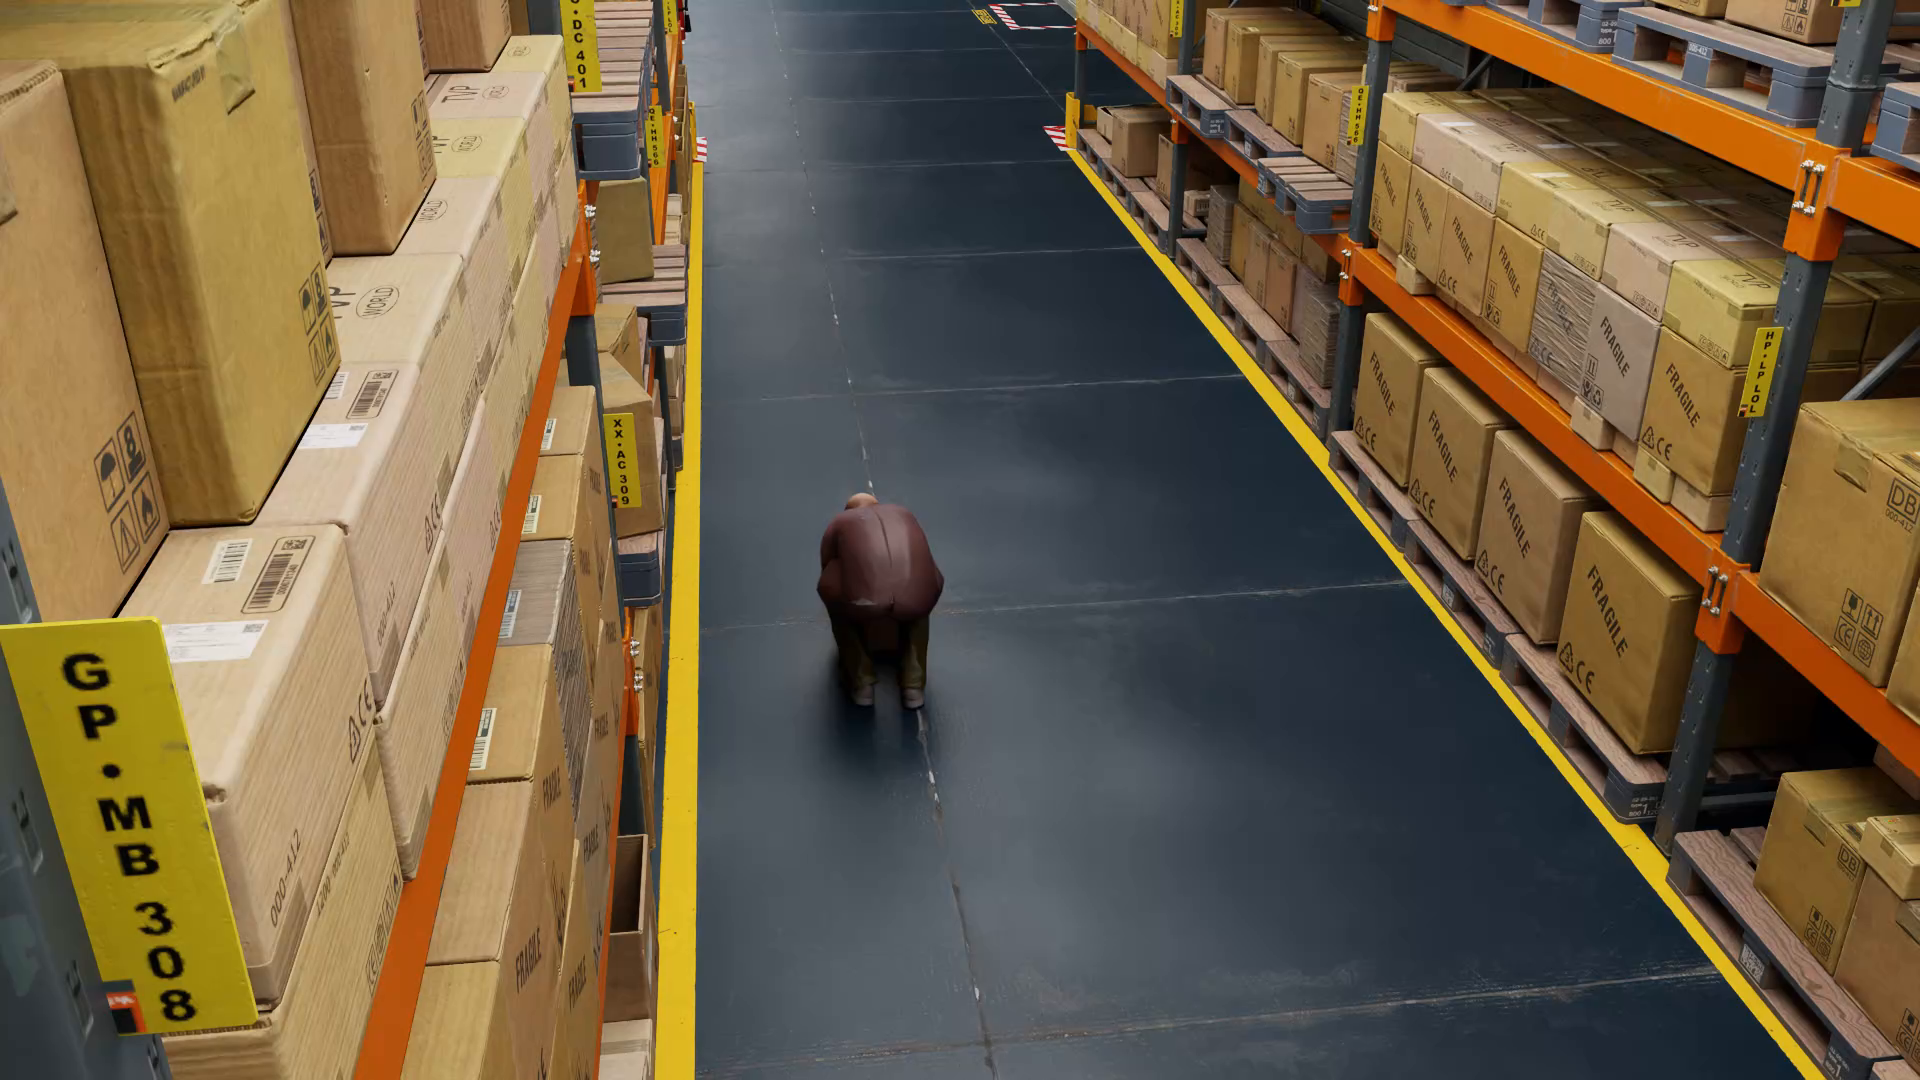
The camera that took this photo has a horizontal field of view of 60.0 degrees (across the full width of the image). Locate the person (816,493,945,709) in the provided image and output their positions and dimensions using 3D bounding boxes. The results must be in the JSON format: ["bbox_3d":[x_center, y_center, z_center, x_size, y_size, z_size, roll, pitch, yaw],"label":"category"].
[{"bbox_3d":[-0.376,0.253,7.650,0.585,0.896,0.952,-5,27,-9],"label":"person"}]
